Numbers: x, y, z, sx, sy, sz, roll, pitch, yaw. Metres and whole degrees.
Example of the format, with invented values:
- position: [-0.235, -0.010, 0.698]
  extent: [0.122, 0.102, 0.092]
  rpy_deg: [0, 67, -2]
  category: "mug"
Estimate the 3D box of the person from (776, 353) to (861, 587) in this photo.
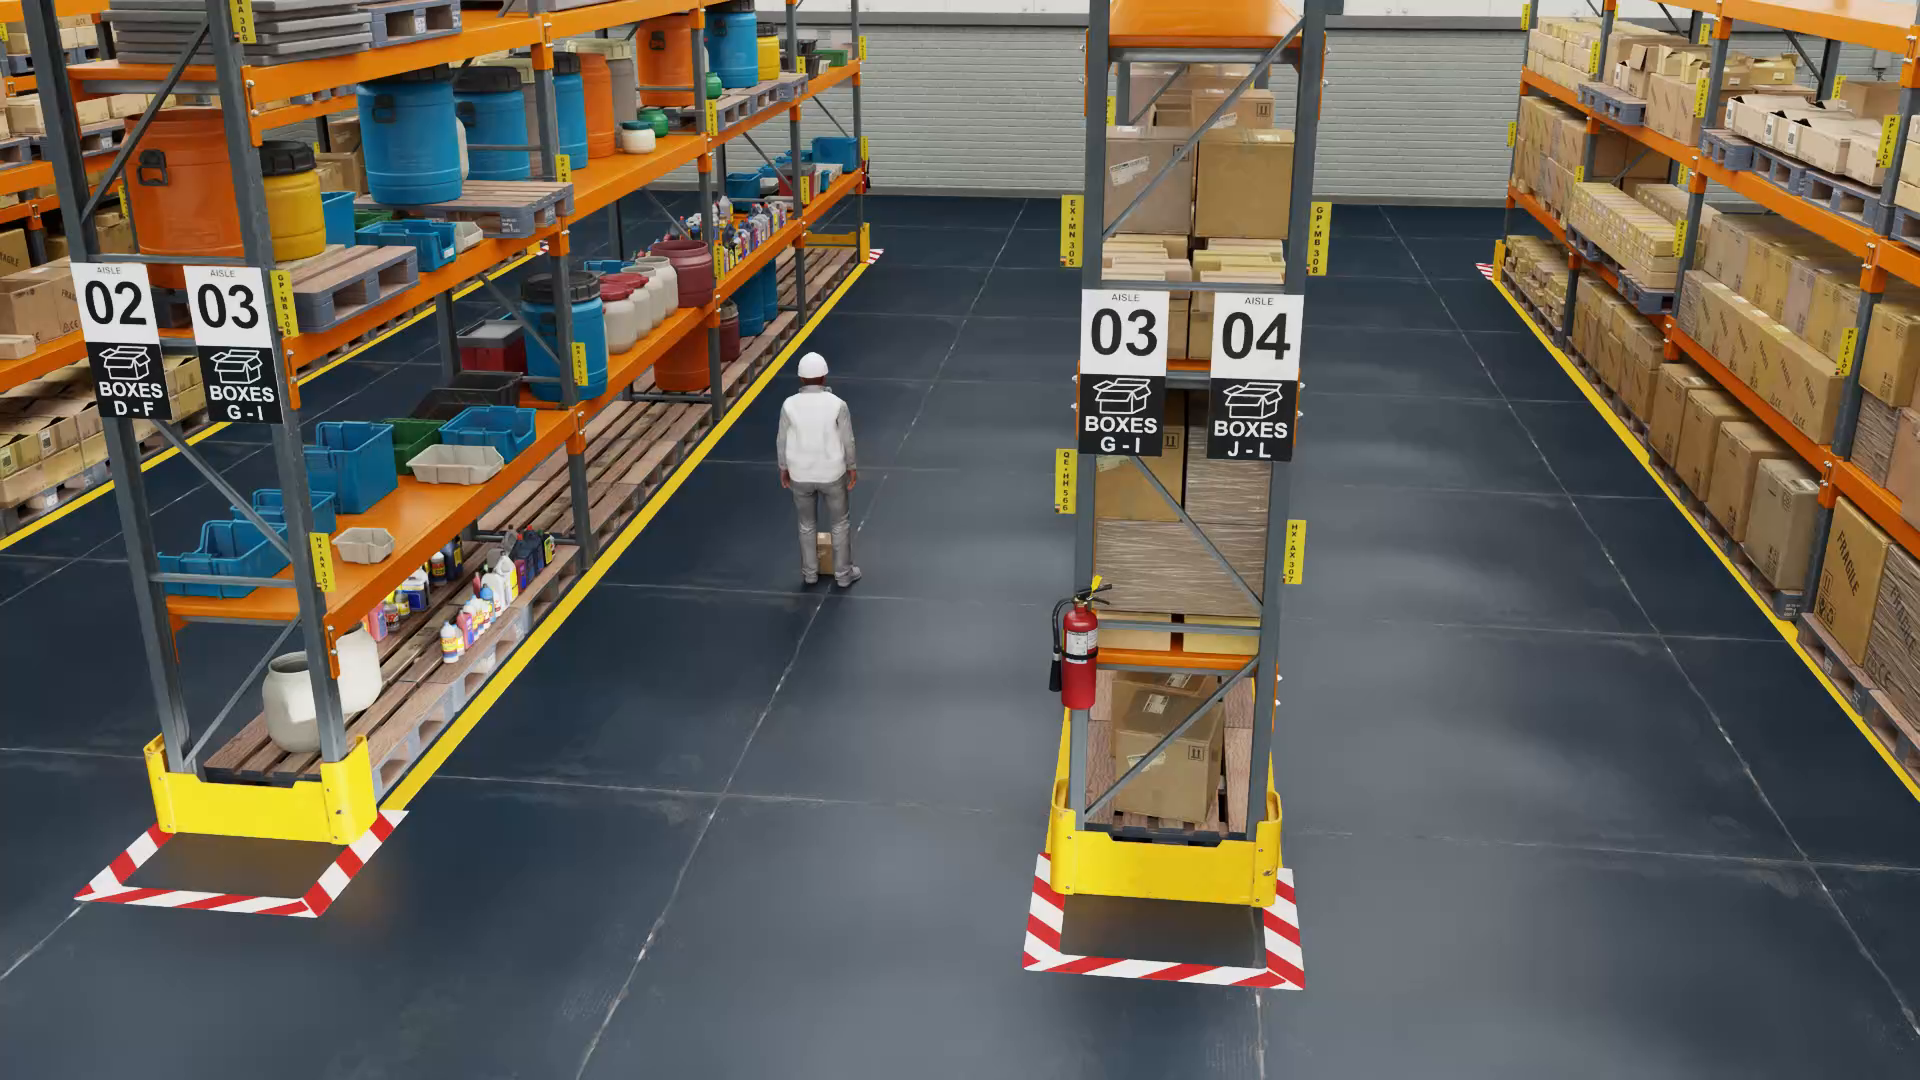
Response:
- position: [-1.057, -0.517, 12.387]
  extent: [0.593, 1.773, 0.467]
  rpy_deg: [1, 21, 4]
  category: "person"
